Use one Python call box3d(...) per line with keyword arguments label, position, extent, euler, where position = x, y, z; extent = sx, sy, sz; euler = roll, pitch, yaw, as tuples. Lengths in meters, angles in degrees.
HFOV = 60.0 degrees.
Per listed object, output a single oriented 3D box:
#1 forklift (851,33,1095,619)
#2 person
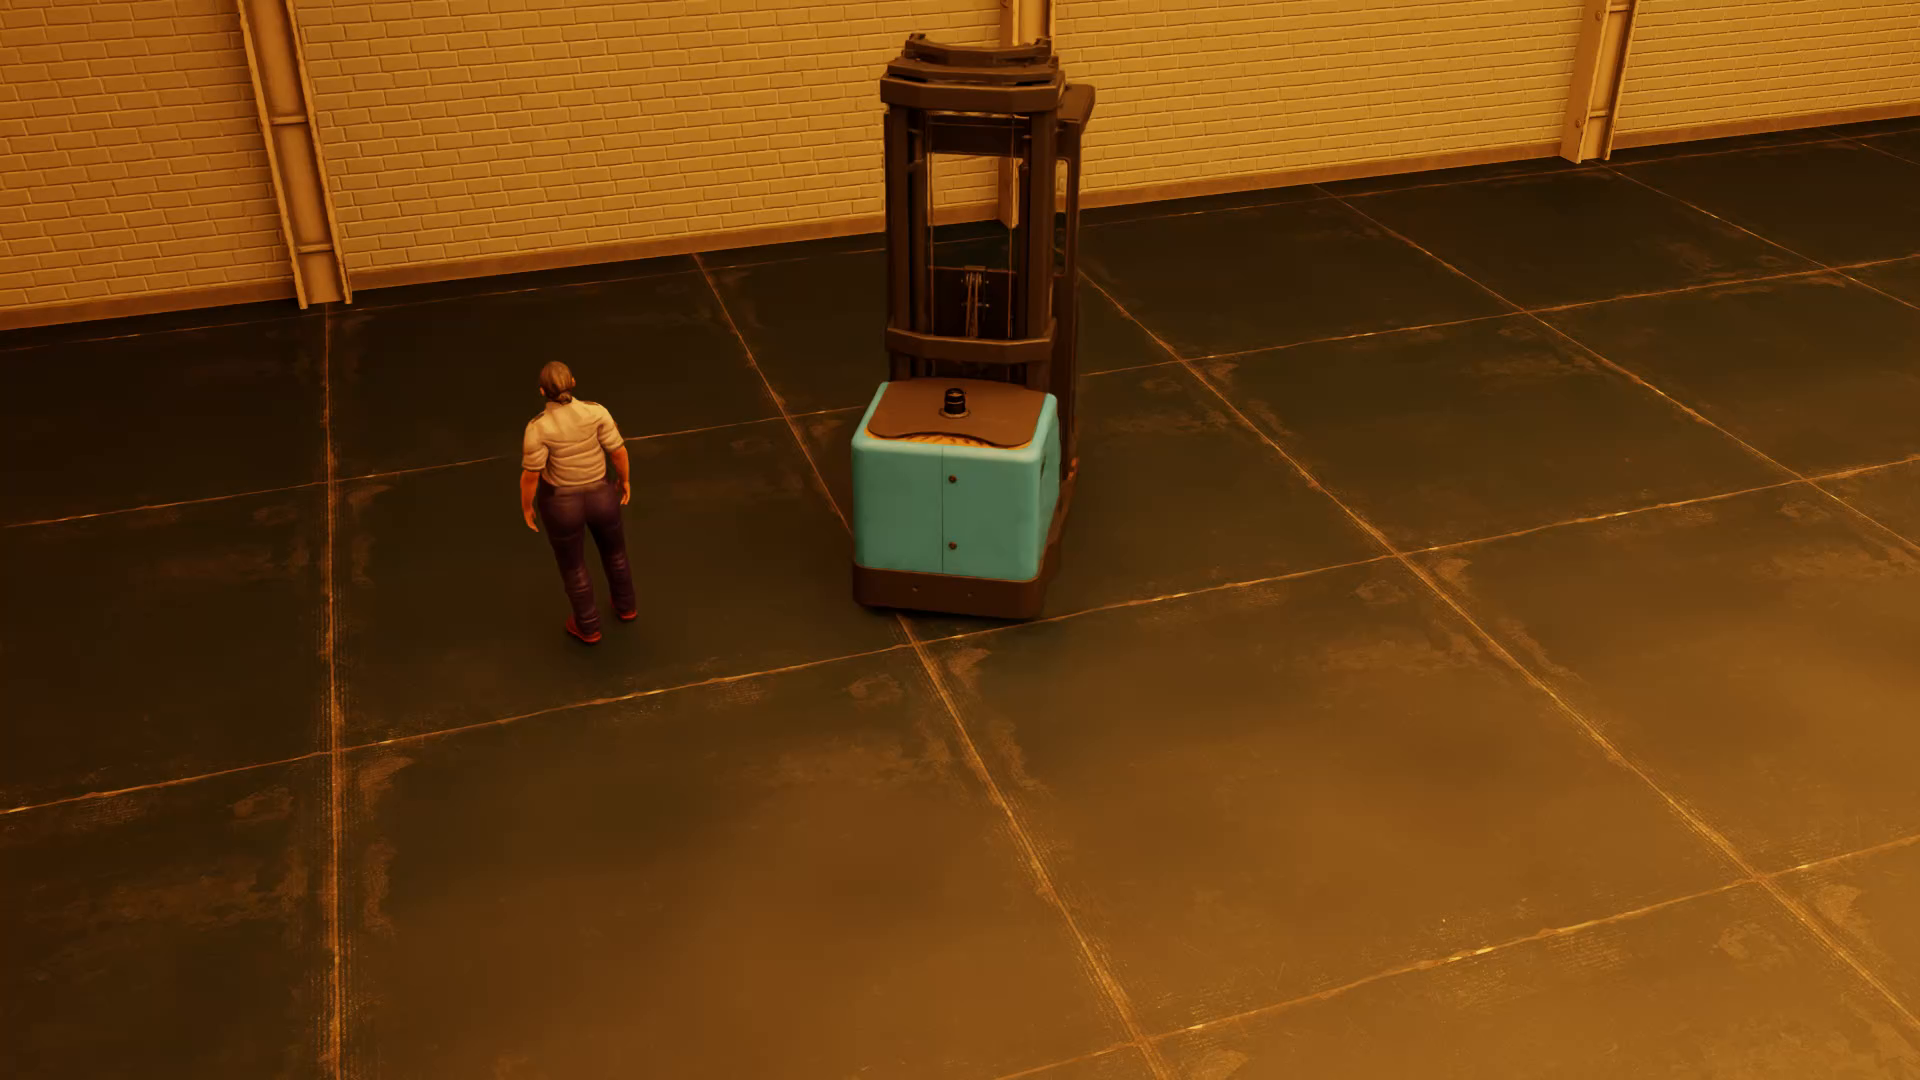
box3d(label="forklift", position=(0.168, -1.553, 9.785), extent=(1.130, 2.935, 3.031), euler=(5, 30, 9))
box3d(label="person", position=(-2.034, -0.224, 8.765), extent=(0.587, 1.643, 0.504), euler=(-15, 33, -24))
